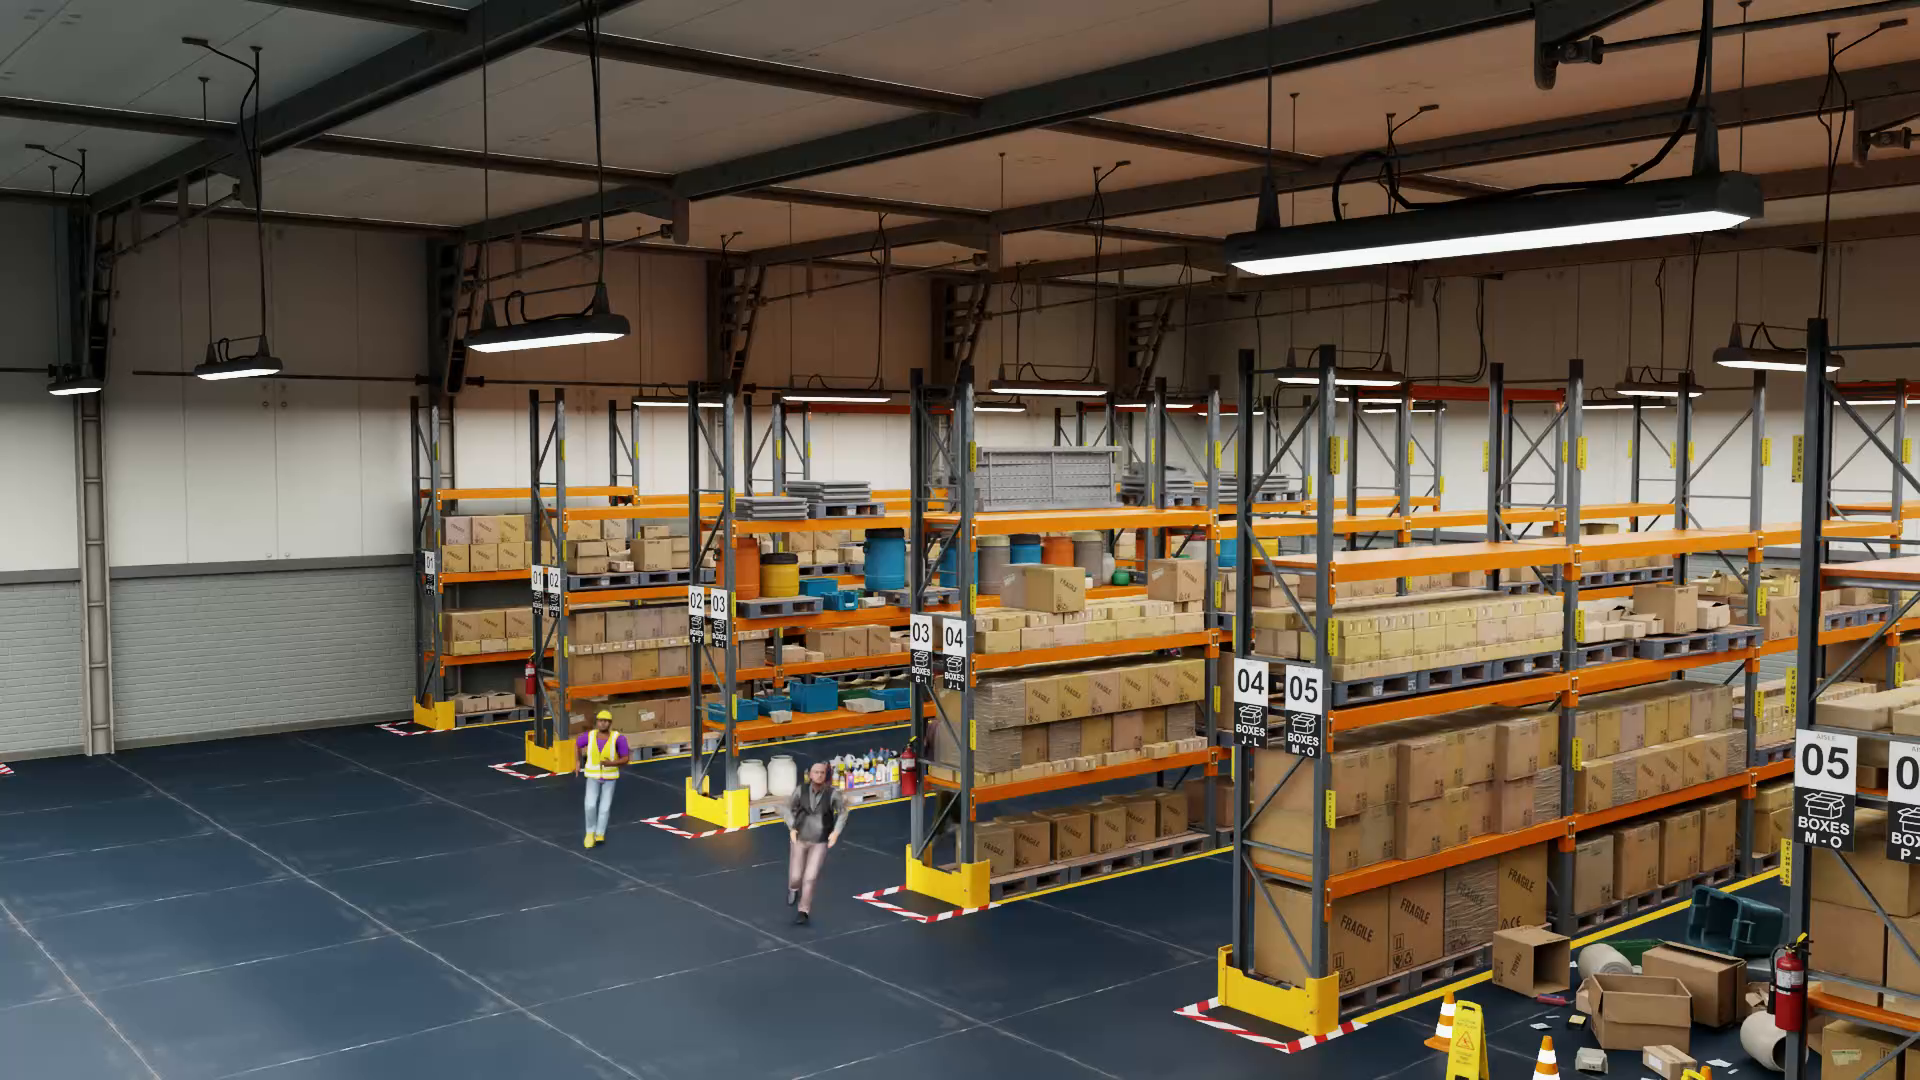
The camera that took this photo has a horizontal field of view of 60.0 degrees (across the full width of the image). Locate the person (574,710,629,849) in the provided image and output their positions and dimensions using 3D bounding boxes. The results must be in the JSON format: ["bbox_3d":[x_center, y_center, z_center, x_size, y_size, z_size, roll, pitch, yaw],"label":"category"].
[{"bbox_3d":[-4.567,3.044,21.210,0.691,1.758,0.648,-1,3,-12],"label":"person"}]

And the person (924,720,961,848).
[{"bbox_3d":[-0.193,2.986,21.486,0.690,1.819,0.910,3,5,42],"label":"person"}]

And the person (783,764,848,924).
[{"bbox_3d":[-1.570,3.261,18.087,0.713,1.683,0.696,0,3,-2],"label":"person"}]
